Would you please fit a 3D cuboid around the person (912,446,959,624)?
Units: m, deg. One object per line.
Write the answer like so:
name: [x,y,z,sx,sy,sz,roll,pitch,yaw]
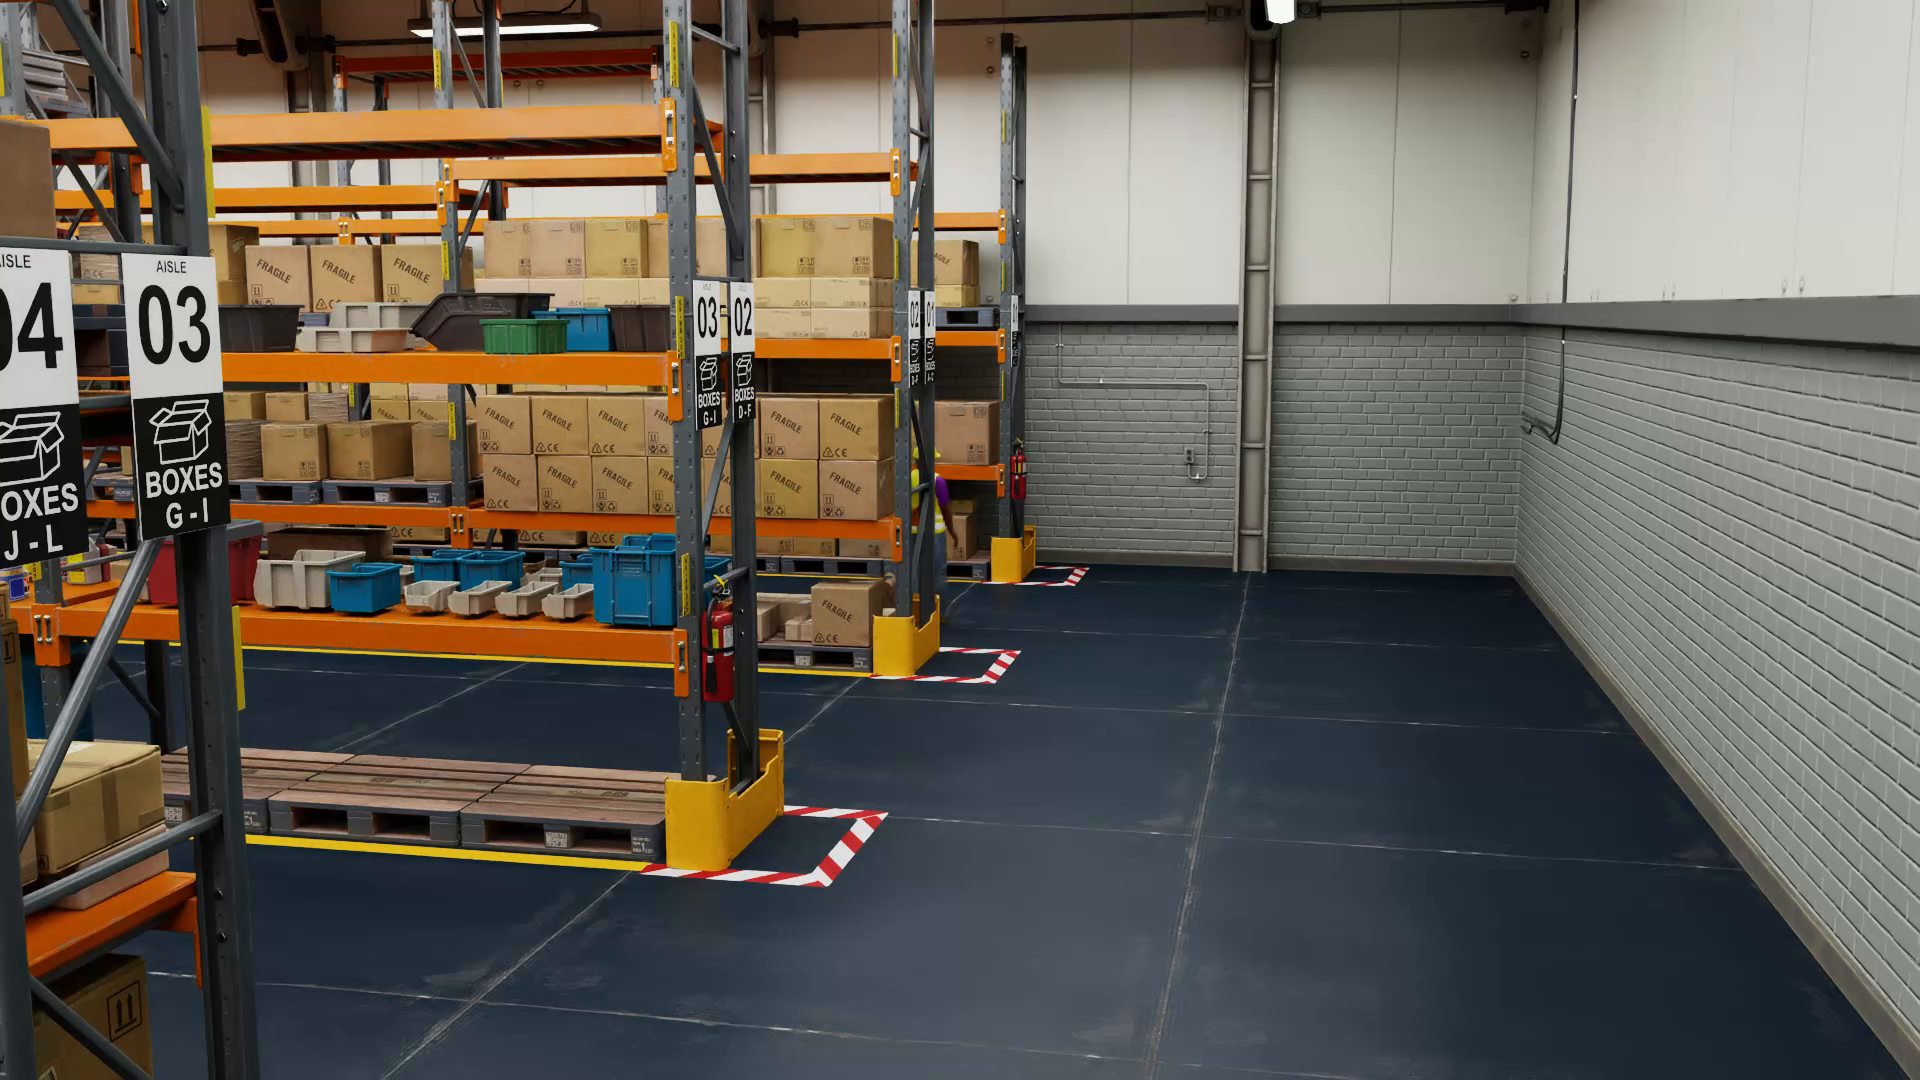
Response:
person: [-0.312,-0.067,16.026,0.624,1.766,0.539,3,8,20]
